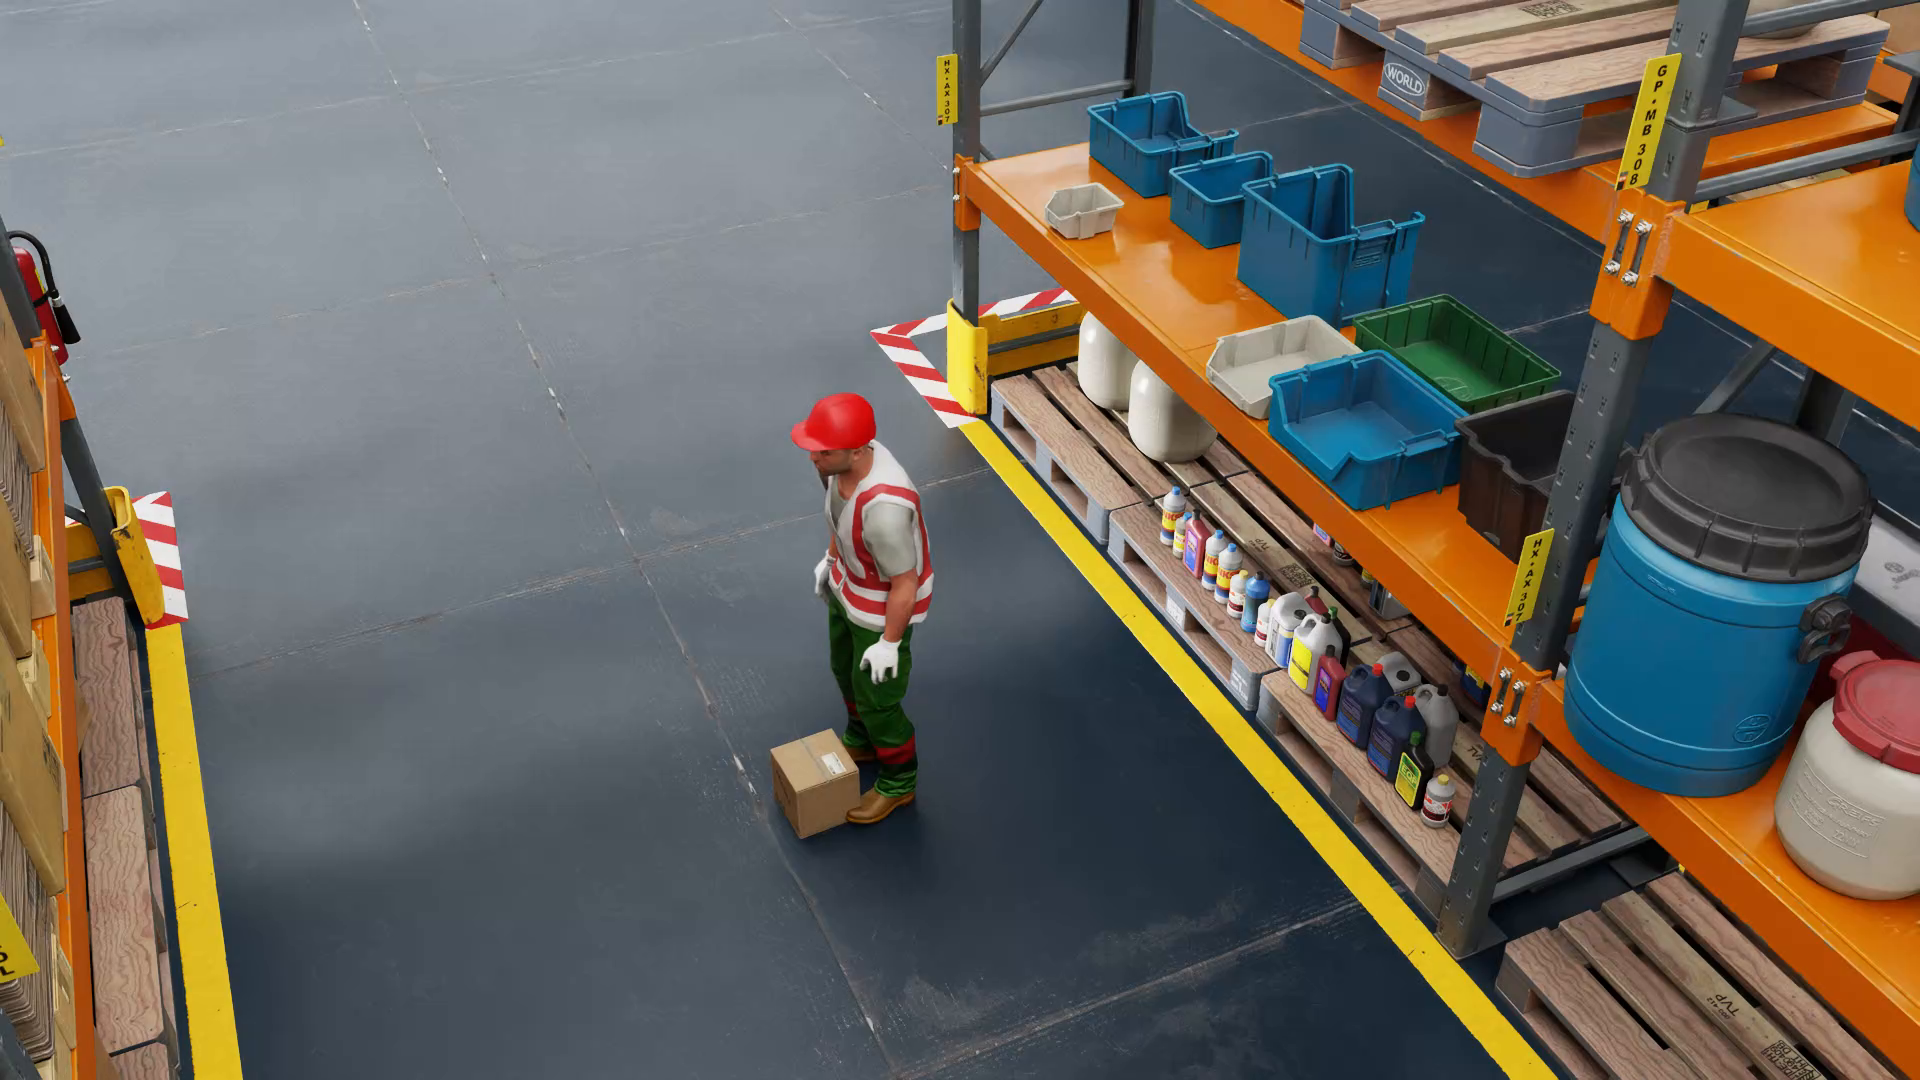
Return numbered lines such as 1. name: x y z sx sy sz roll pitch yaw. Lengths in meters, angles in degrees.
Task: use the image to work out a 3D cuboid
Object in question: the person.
1. person: -0.338 0.231 5.830 0.448 1.780 0.609 -15 40 -19
